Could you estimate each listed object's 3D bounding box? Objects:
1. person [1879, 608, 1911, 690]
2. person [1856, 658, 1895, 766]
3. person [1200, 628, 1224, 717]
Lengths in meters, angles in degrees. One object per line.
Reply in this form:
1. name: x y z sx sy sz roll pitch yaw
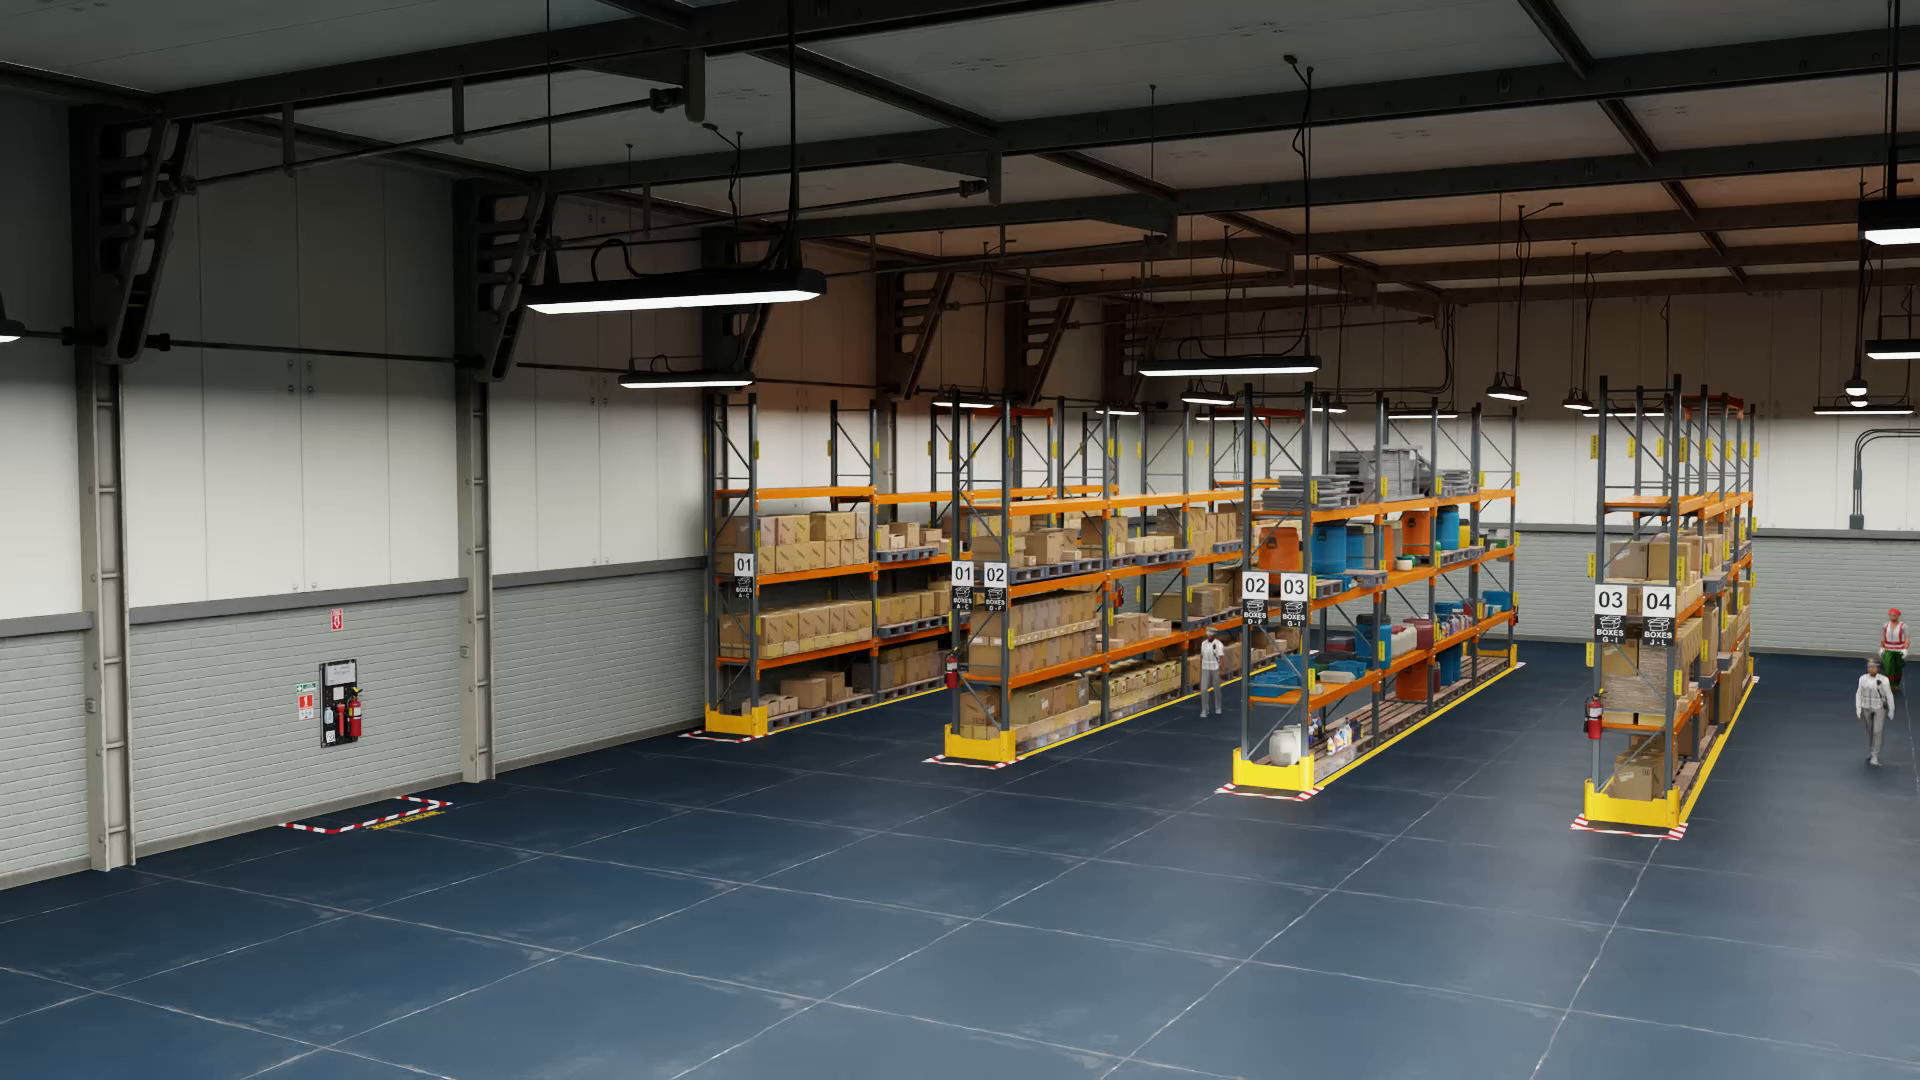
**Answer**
1. person: 19.144 2.264 34.059 0.552 1.724 1.034 2 4 29
2. person: 14.641 2.719 26.670 0.867 1.652 0.523 -3 4 -39
3. person: 4.757 2.493 31.359 0.493 1.691 0.629 2 4 28
